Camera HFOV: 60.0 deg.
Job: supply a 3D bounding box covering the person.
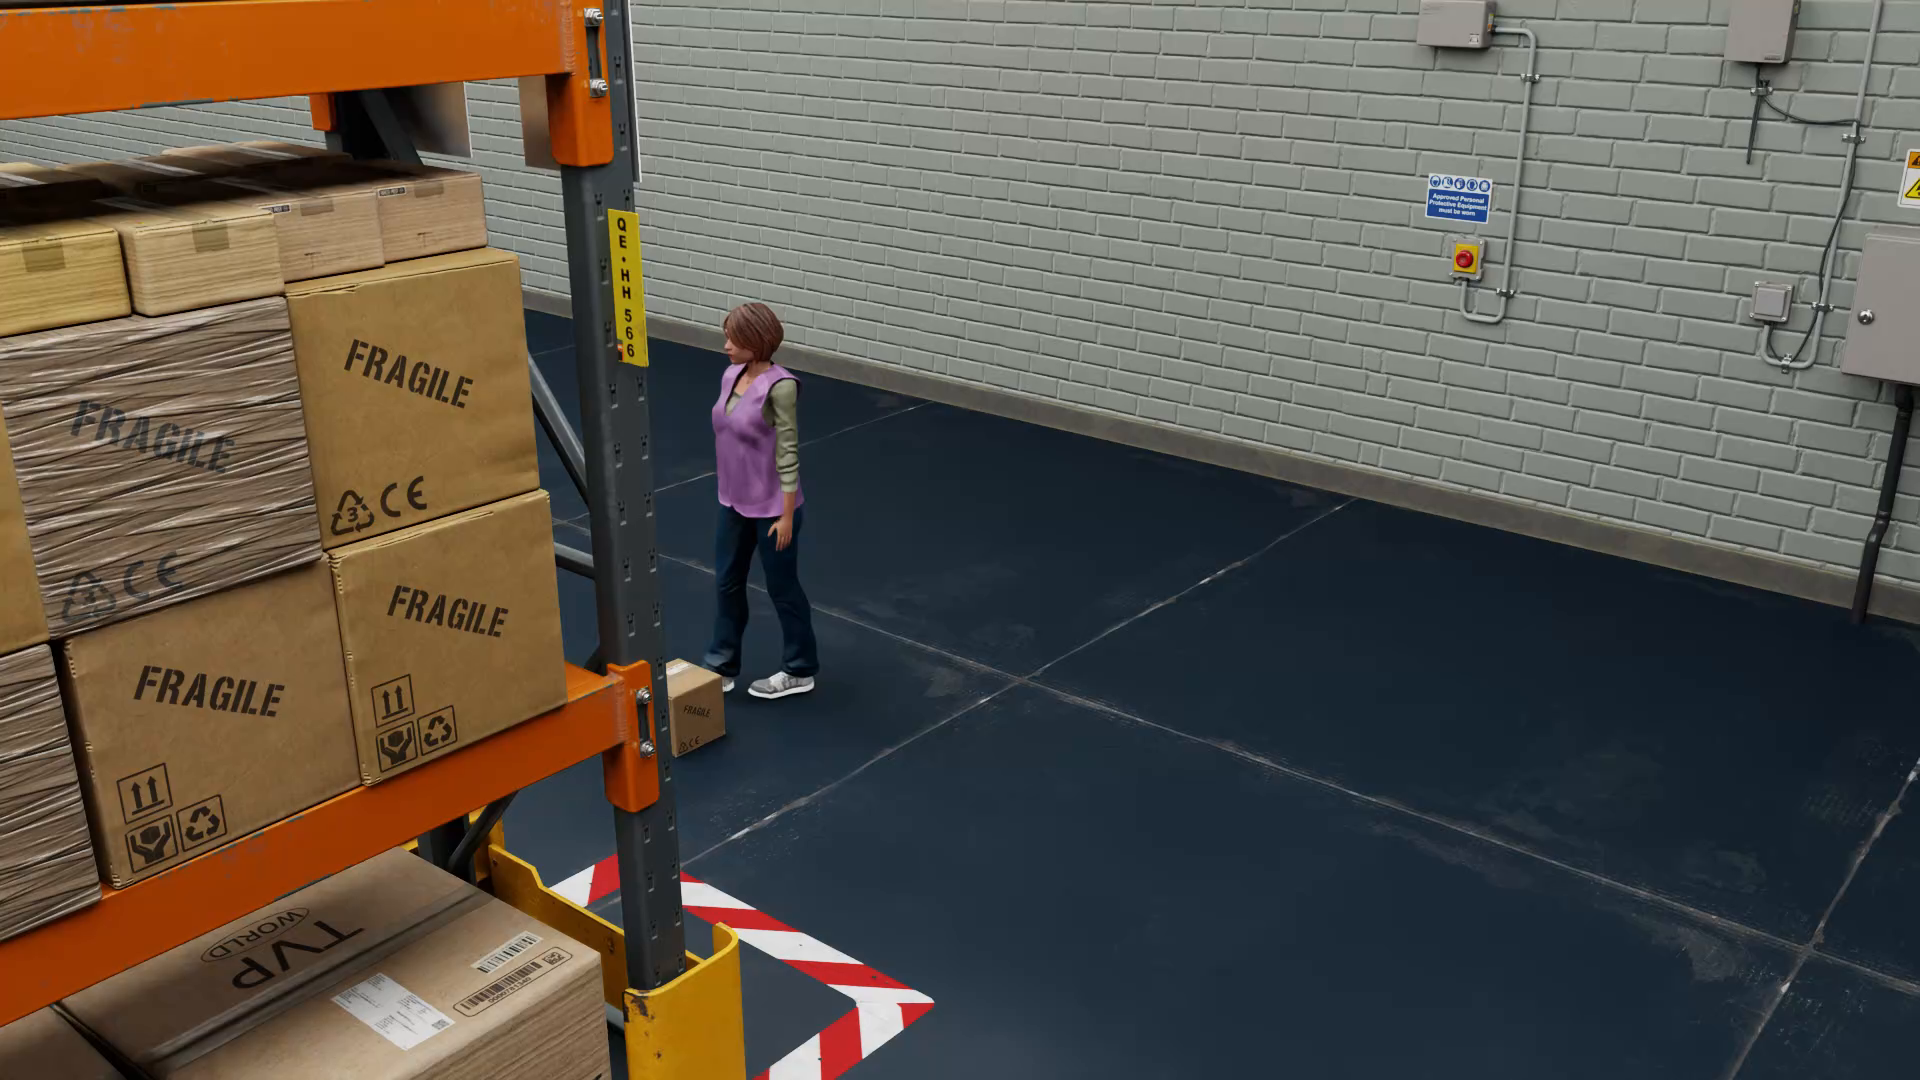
[{"bbox_3d":[-0.795,-0.115,6.403,0.550,1.584,0.425,-19,28,-41],"label":"person"}]
